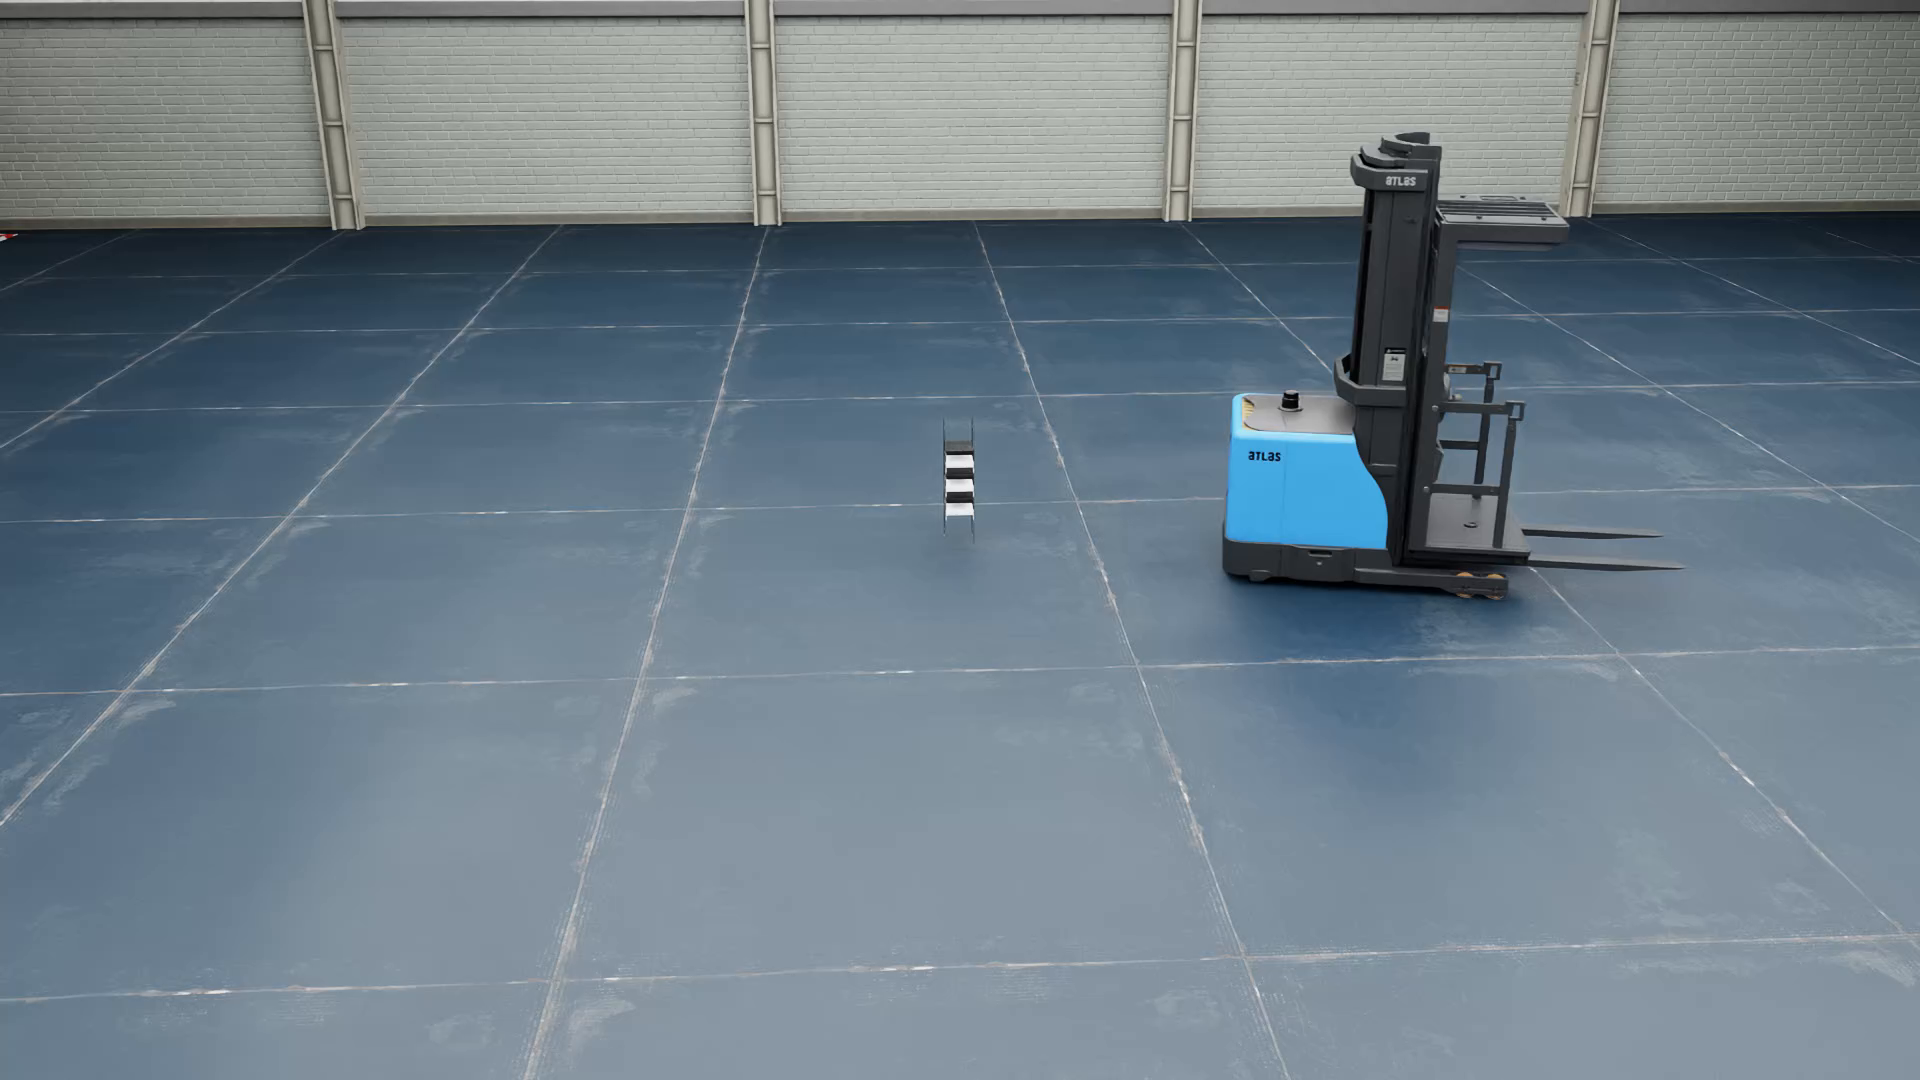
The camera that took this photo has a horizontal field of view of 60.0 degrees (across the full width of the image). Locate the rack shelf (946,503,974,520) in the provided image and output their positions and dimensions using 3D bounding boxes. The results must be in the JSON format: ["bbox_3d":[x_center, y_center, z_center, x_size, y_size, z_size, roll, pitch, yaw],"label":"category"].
[{"bbox_3d":[-0.008,-0.221,12.036,0.200,0.077,0.258,-1,21,-3],"label":"rack shelf"}]

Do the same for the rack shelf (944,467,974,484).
[{"bbox_3d":[-0.008,-0.473,11.940,0.200,0.077,0.258,-1,21,-3],"label":"rack shelf"}]

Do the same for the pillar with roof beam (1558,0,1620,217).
[{"bbox_3d":[9.434,-7.532,19.256,0.400,9.000,9.100,-1,21,-3],"label":"pillar with roof beam"}]

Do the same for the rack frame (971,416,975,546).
[{"bbox_3d":[0.093,-0.422,11.966,0.006,0.900,0.240,-1,21,-3],"label":"rack frame"}]

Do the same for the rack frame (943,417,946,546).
[{"bbox_3d":[-0.110,-0.418,11.955,0.006,0.900,0.240,-1,21,-3],"label":"rack frame"}]

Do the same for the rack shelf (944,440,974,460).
[{"bbox_3d":[-0.008,-0.642,11.876,0.200,0.077,0.258,-1,21,-3],"label":"rack shelf"}]

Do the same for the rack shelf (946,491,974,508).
[{"bbox_3d":[-0.008,-0.305,12.004,0.200,0.077,0.258,-1,21,-3],"label":"rack shelf"}]

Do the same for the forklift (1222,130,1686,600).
[{"bbox_3d":[3.361,-1.176,11.089,3.031,2.935,1.130,3,21,8],"label":"forklift"}]

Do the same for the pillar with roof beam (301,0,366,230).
[{"bbox_3d":[-8.537,-7.166,18.296,0.400,9.000,9.100,-1,21,-3],"label":"pillar with roof beam"}]

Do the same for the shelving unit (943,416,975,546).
[{"bbox_3d":[-0.008,-0.420,11.960,0.210,0.900,0.258,-1,21,-3],"label":"shelving unit"}]

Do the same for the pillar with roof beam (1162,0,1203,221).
[{"bbox_3d":[3.444,-7.410,18.936,0.400,9.000,9.100,-1,21,-3],"label":"pillar with roof beam"}]

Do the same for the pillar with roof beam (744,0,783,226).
[{"bbox_3d":[-2.547,-7.288,18.616,0.400,9.000,9.100,-1,21,-3],"label":"pillar with roof beam"}]

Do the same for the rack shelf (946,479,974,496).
[{"bbox_3d":[-0.008,-0.389,11.972,0.200,0.077,0.258,-1,21,-3],"label":"rack shelf"}]

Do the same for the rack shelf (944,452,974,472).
[{"bbox_3d":[-0.008,-0.557,11.908,0.200,0.077,0.258,-1,21,-3],"label":"rack shelf"}]
